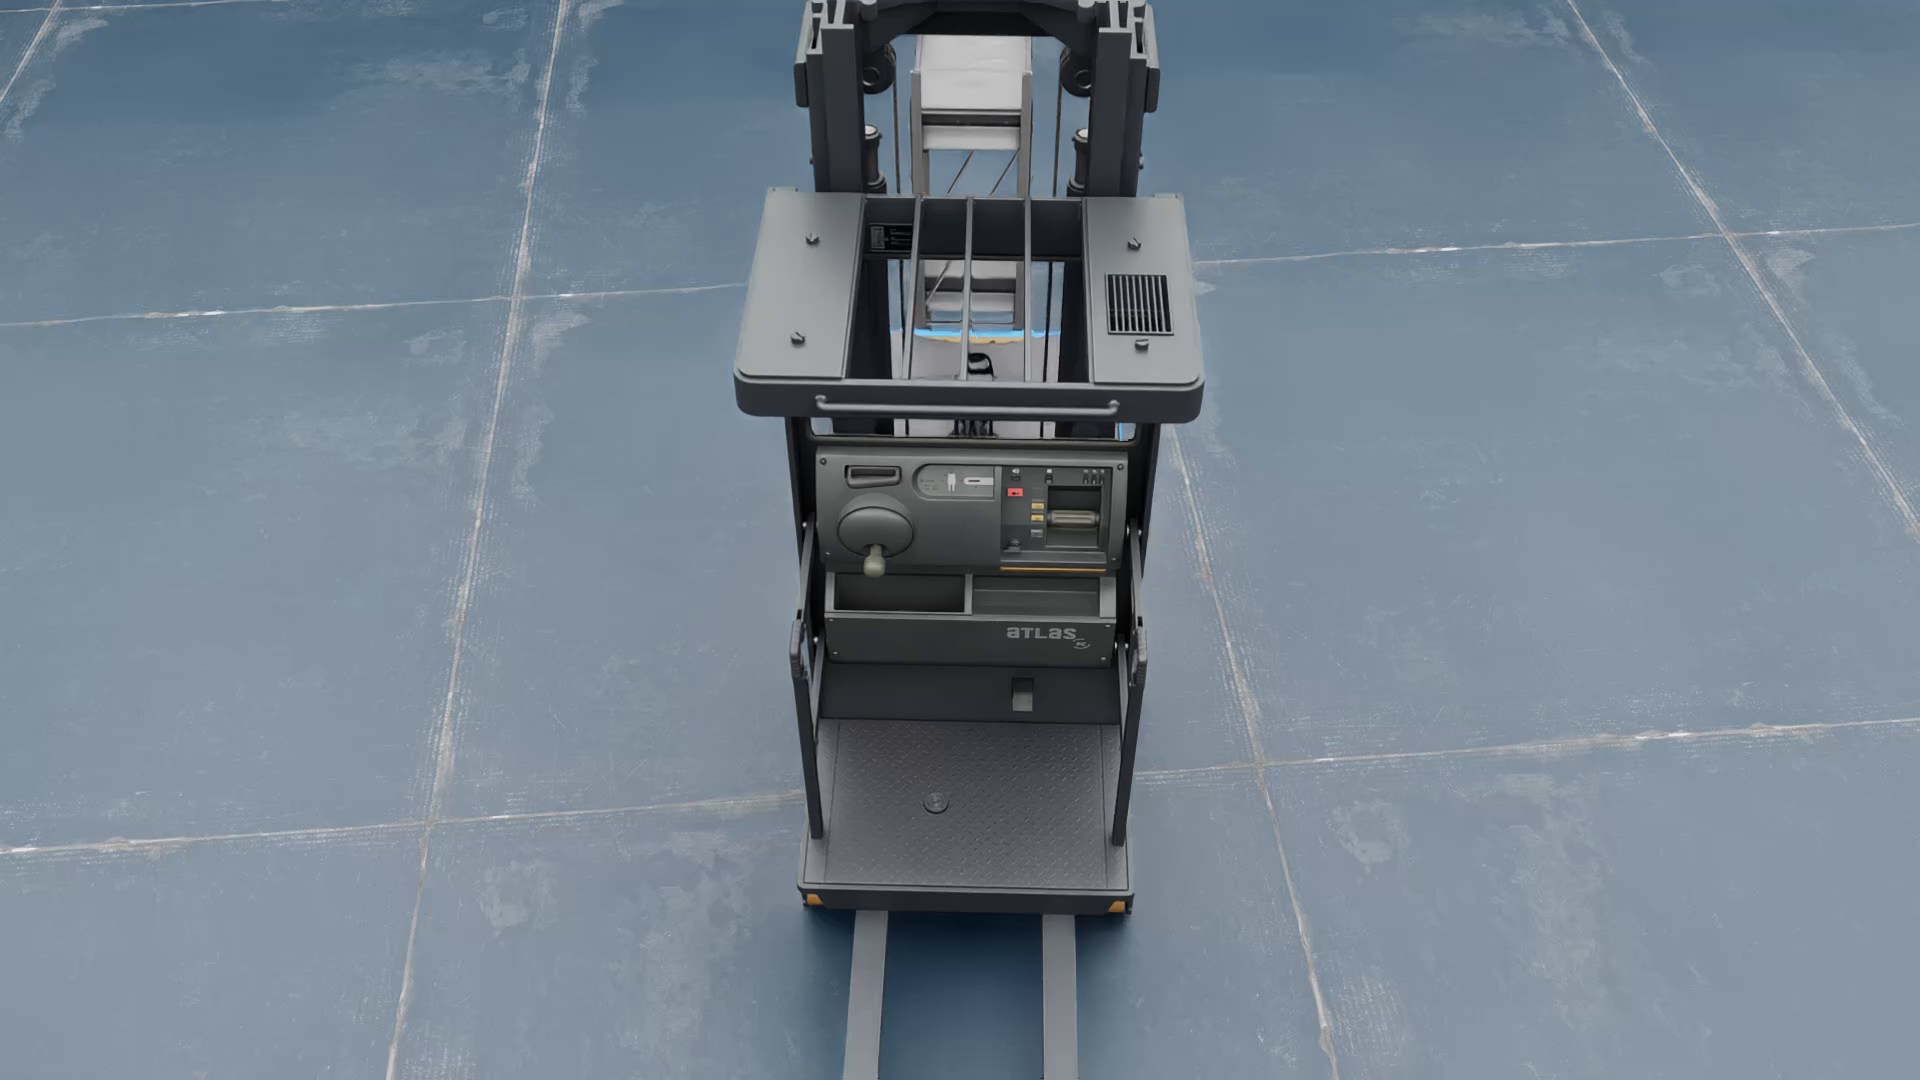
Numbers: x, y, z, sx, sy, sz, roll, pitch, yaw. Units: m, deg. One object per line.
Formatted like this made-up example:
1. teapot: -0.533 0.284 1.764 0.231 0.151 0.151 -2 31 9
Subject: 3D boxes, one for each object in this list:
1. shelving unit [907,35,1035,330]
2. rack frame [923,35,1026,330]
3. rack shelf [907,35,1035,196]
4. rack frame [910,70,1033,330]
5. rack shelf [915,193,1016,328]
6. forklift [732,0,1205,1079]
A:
1. shelving unit: 0.044 -0.988 6.376 0.431 2.100 0.503 1 47 1
2. rack frame: 0.051 -1.165 6.543 0.400 2.100 0.015 1 47 1
3. rack shelf: 0.044 -1.460 5.877 0.431 0.518 0.480 1 47 1
4. rack frame: 0.038 -0.811 6.208 0.400 2.100 0.015 1 47 1
5. rack shelf: 0.044 -0.978 6.386 0.431 0.518 0.480 1 47 1
6. forklift: 0.030 0.019 4.850 1.130 2.935 3.031 1 47 1
